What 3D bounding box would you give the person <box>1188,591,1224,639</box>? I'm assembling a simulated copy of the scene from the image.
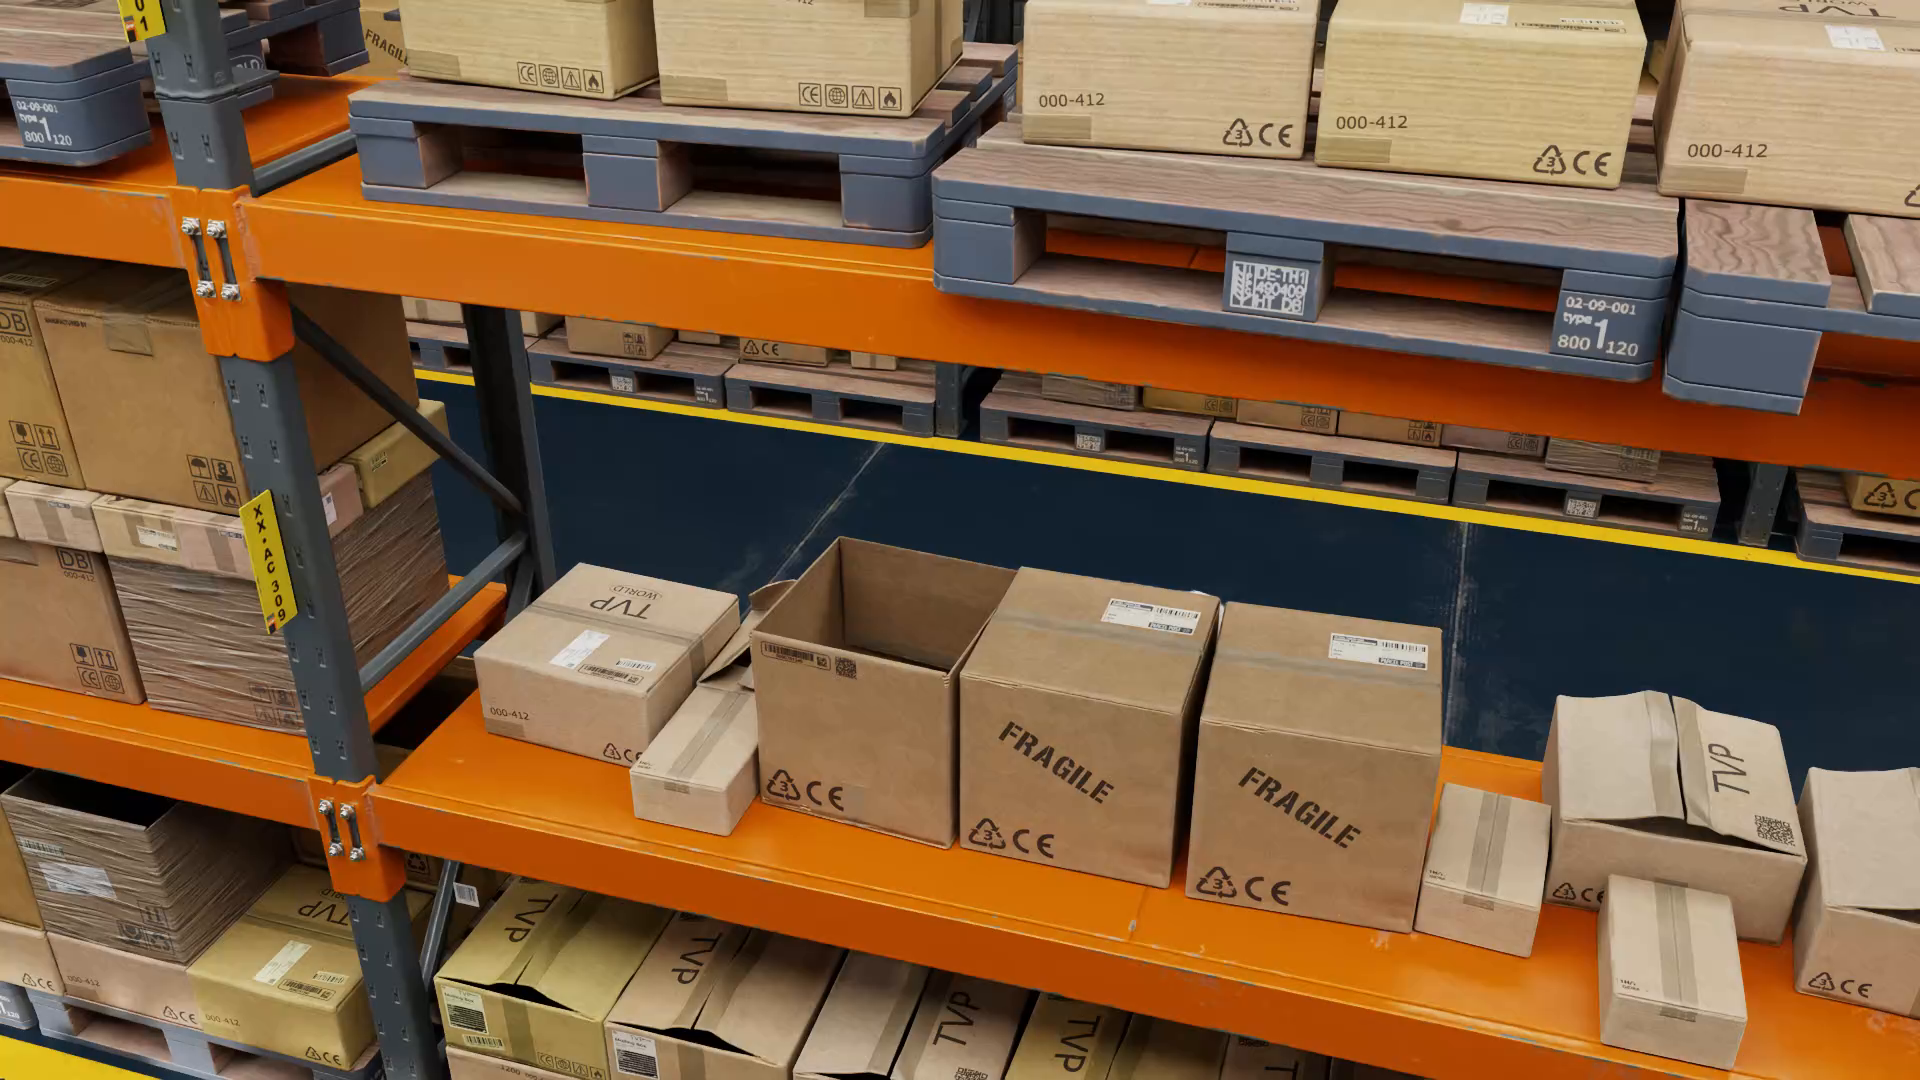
[{"bbox_3d":[0.546,0.597,5.826,0.885,0.999,0.580,9,30,15],"label":"person"}]
